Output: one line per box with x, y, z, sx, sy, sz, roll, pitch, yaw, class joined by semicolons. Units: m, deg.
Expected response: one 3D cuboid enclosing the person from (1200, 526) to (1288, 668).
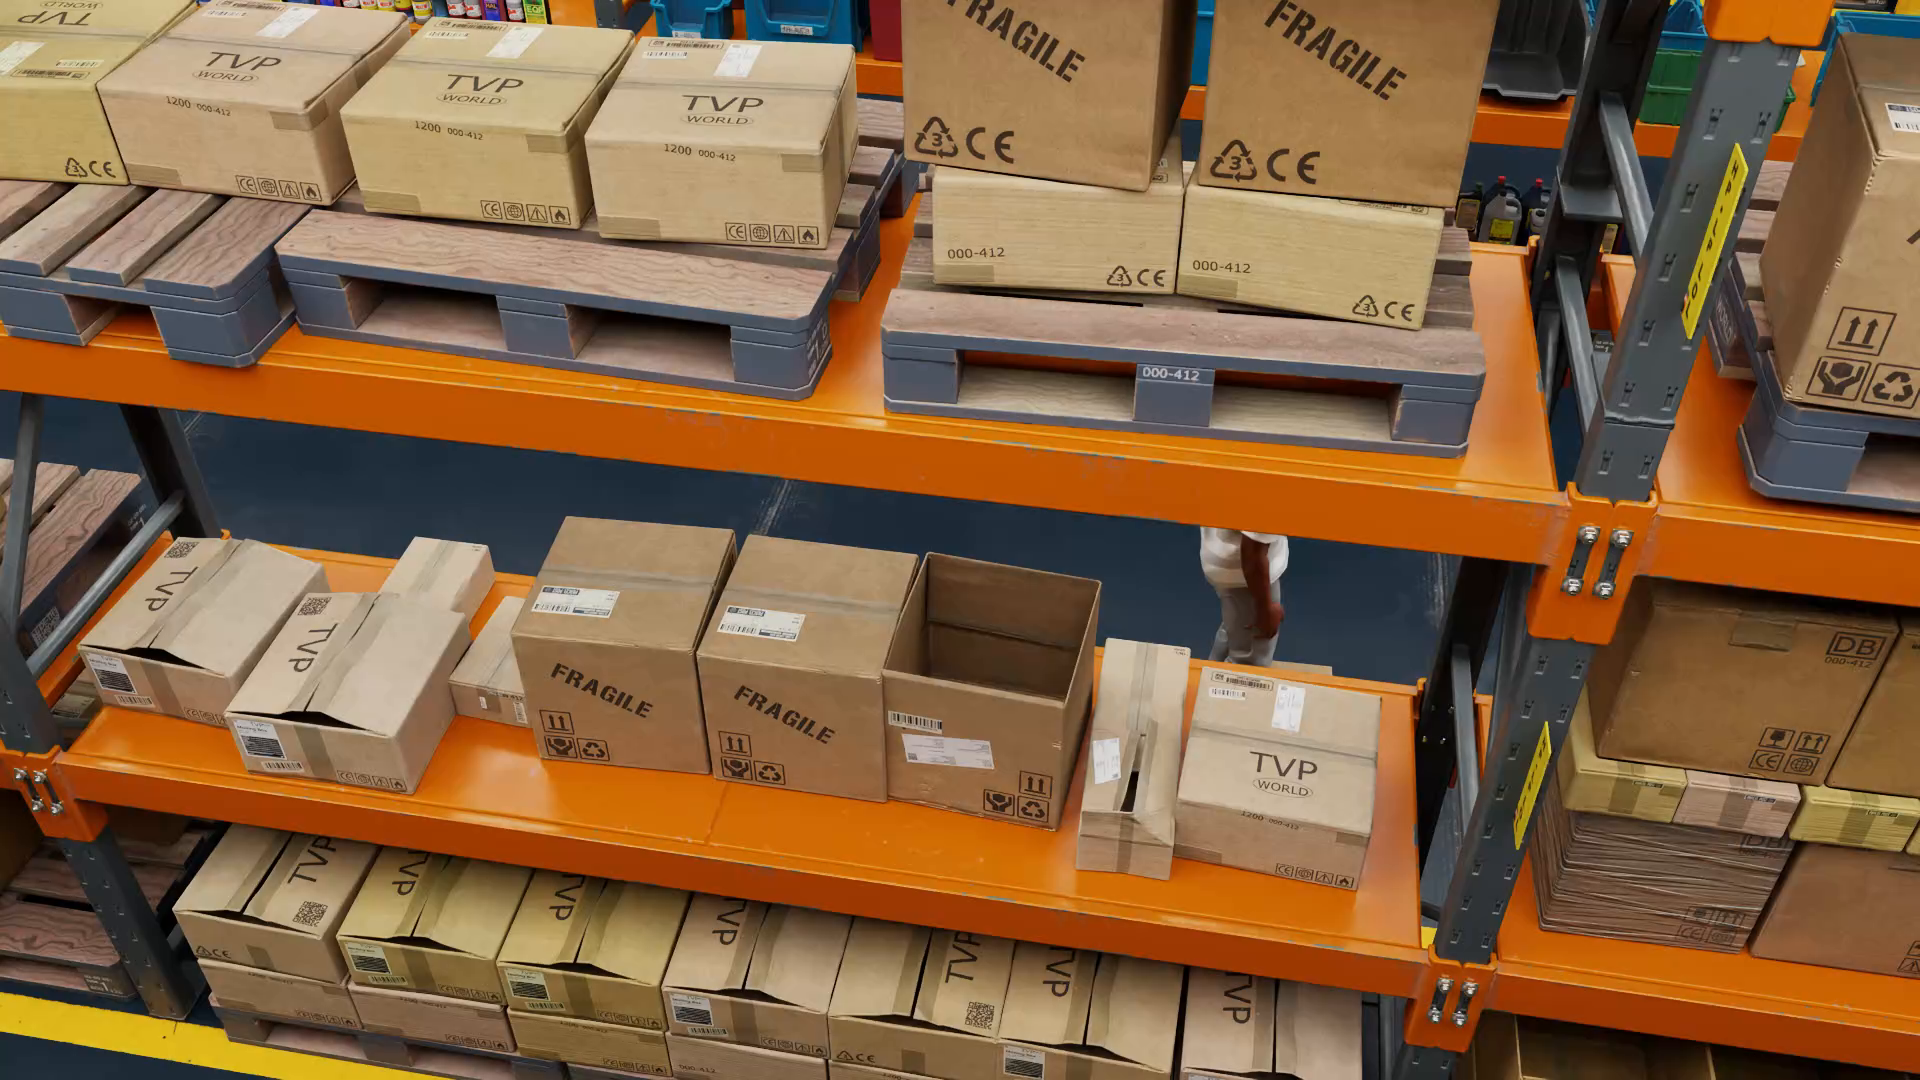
1.095;0.060;6.073;0.462;1.759;0.632;4;40;5;person
